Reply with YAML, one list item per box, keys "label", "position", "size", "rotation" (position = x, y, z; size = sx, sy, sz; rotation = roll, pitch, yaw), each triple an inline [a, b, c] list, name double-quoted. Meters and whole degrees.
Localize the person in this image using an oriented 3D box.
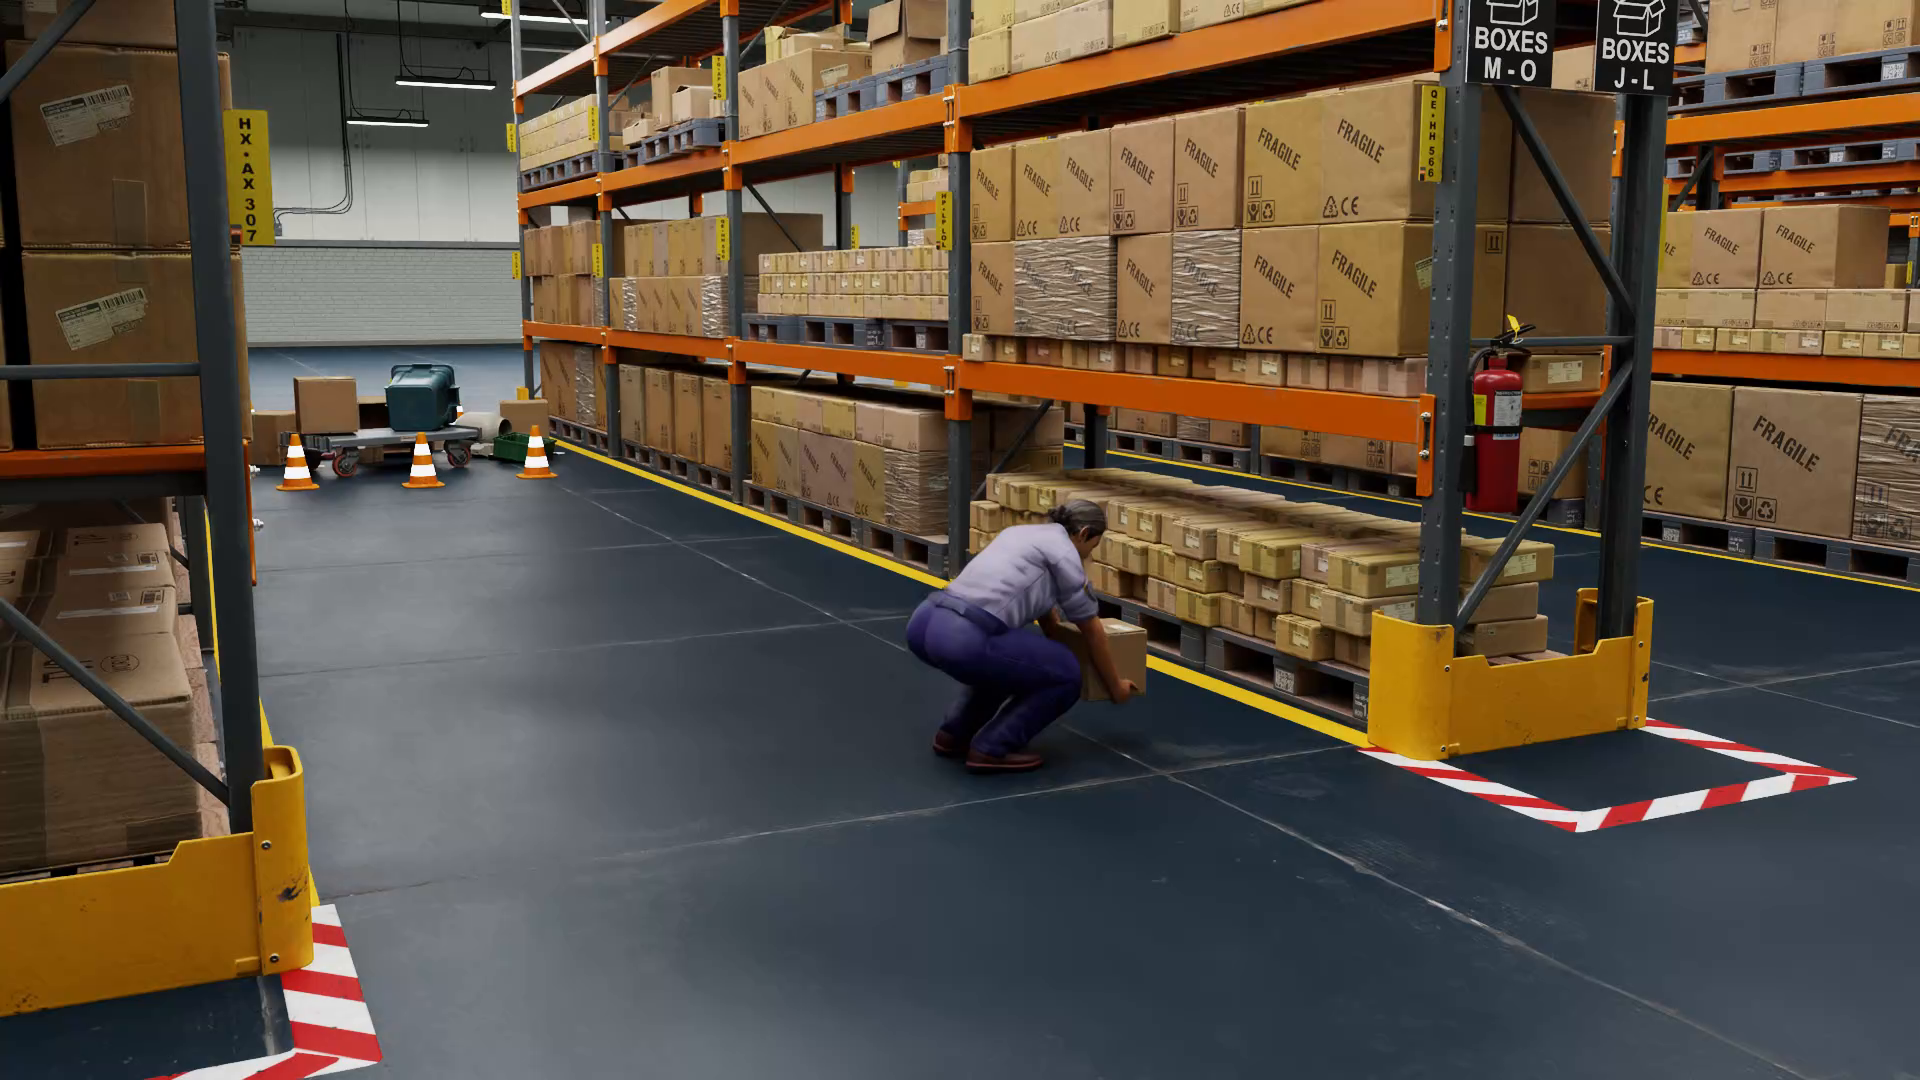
- label: "person"
  position: [0.225, 0.337, 6.089]
  size: [0.860, 0.938, 0.507]
  rotation: [-4, 10, -27]
